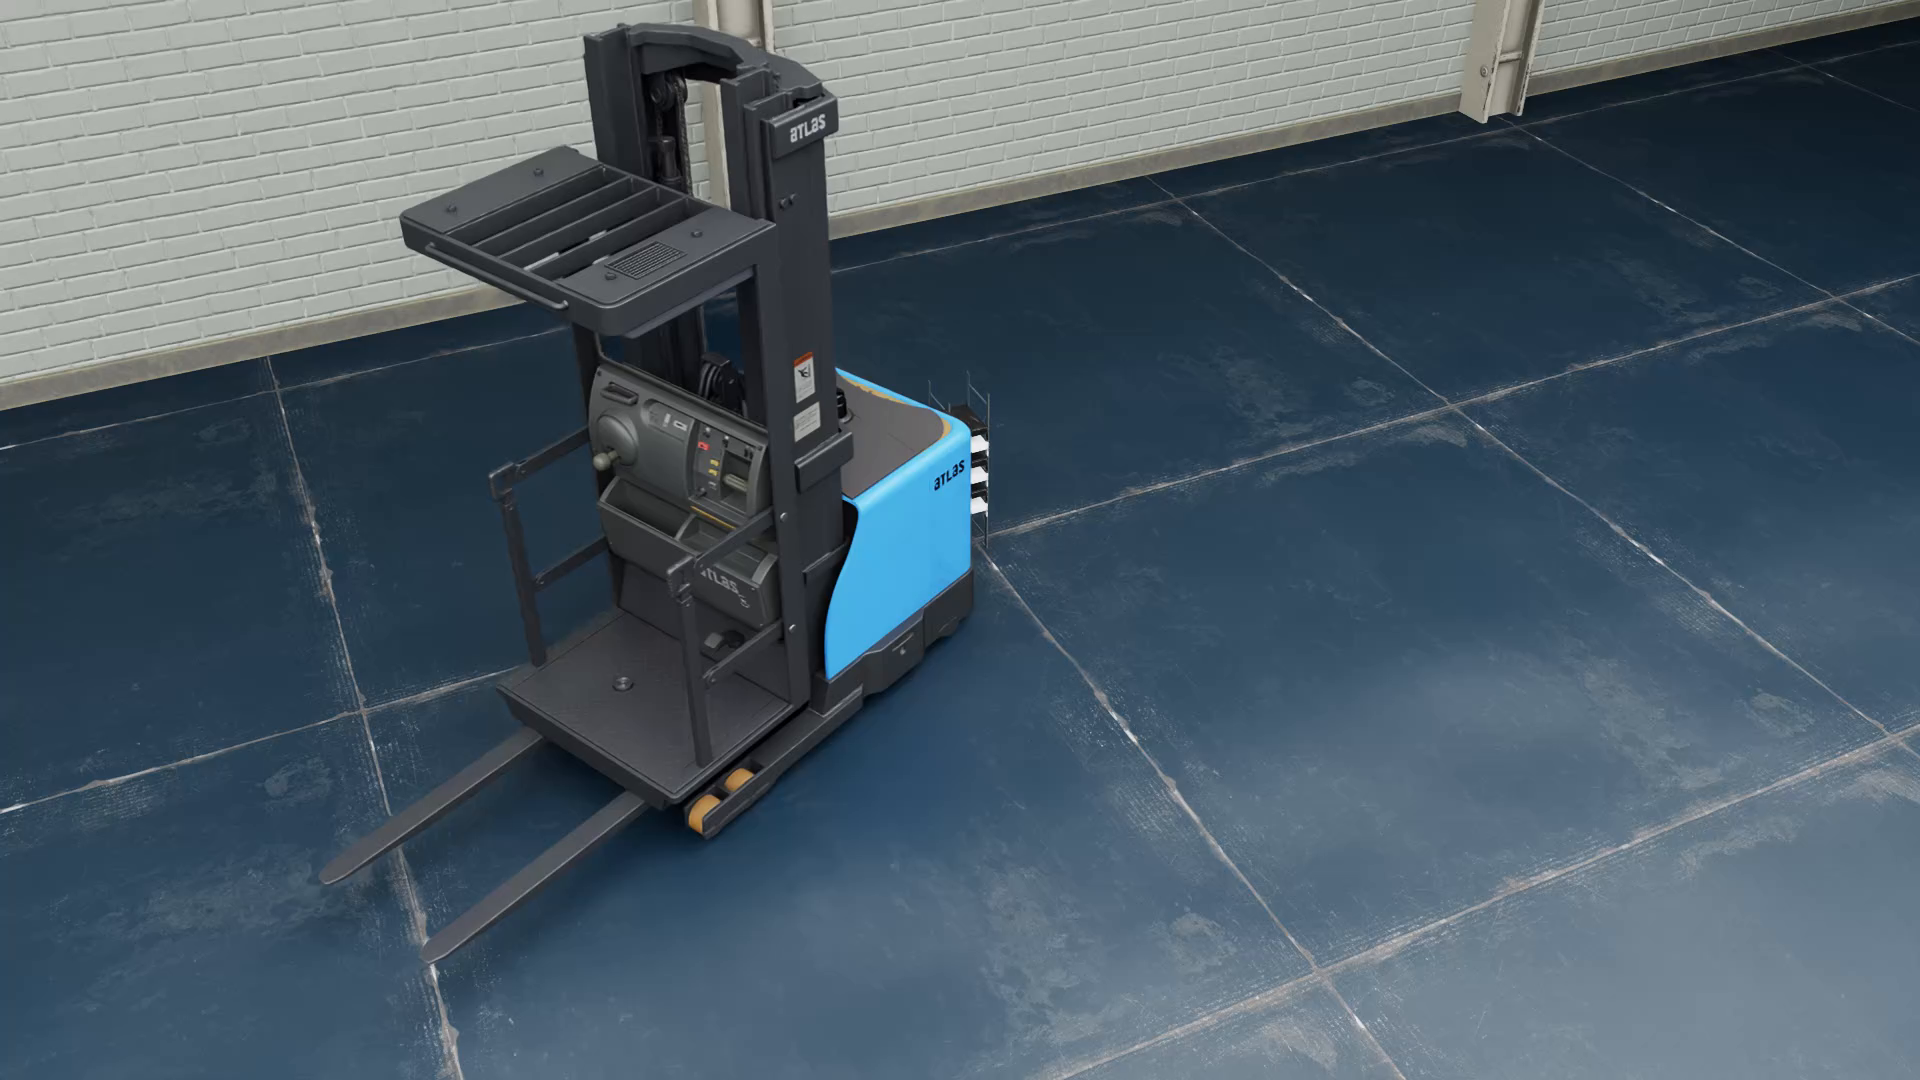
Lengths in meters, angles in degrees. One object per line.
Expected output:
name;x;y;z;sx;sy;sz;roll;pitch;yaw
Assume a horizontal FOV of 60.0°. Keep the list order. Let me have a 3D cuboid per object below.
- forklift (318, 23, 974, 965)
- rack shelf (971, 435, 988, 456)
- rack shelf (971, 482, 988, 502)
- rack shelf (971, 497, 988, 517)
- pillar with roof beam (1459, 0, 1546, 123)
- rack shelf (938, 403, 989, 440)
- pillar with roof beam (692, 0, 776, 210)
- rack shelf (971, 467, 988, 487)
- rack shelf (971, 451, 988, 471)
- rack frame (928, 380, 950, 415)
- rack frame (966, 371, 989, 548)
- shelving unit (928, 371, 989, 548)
forklift;-1.239;-0.308;6.348;1.130;2.935;3.031;25;43;30
rack shelf;-0.007;-0.477;8.035;0.200;0.077;0.258;-16;39;-20
rack shelf;-0.007;-0.260;8.196;0.200;0.077;0.258;-16;39;-20
rack shelf;-0.007;-0.188;8.249;0.200;0.077;0.258;-16;39;-20
pillar with roof beam;5.919;-4.601;7.043;0.400;9.000;9.100;-16;39;-20
rack shelf;-0.007;-0.549;7.981;0.200;0.077;0.258;-16;39;-20
pillar with roof beam;0.488;-3.083;4.995;0.400;9.000;9.100;-16;39;-20
rack shelf;-0.007;-0.333;8.142;0.200;0.077;0.258;-16;39;-20
rack shelf;-0.007;-0.405;8.088;0.200;0.077;0.258;-16;39;-20
rack frame;-0.099;-0.334;8.088;0.006;0.900;0.240;-16;39;-20
rack frame;0.085;-0.385;8.157;0.006;0.900;0.240;-16;39;-20
shelving unit;-0.007;-0.359;8.122;0.210;0.900;0.258;-16;39;-20
